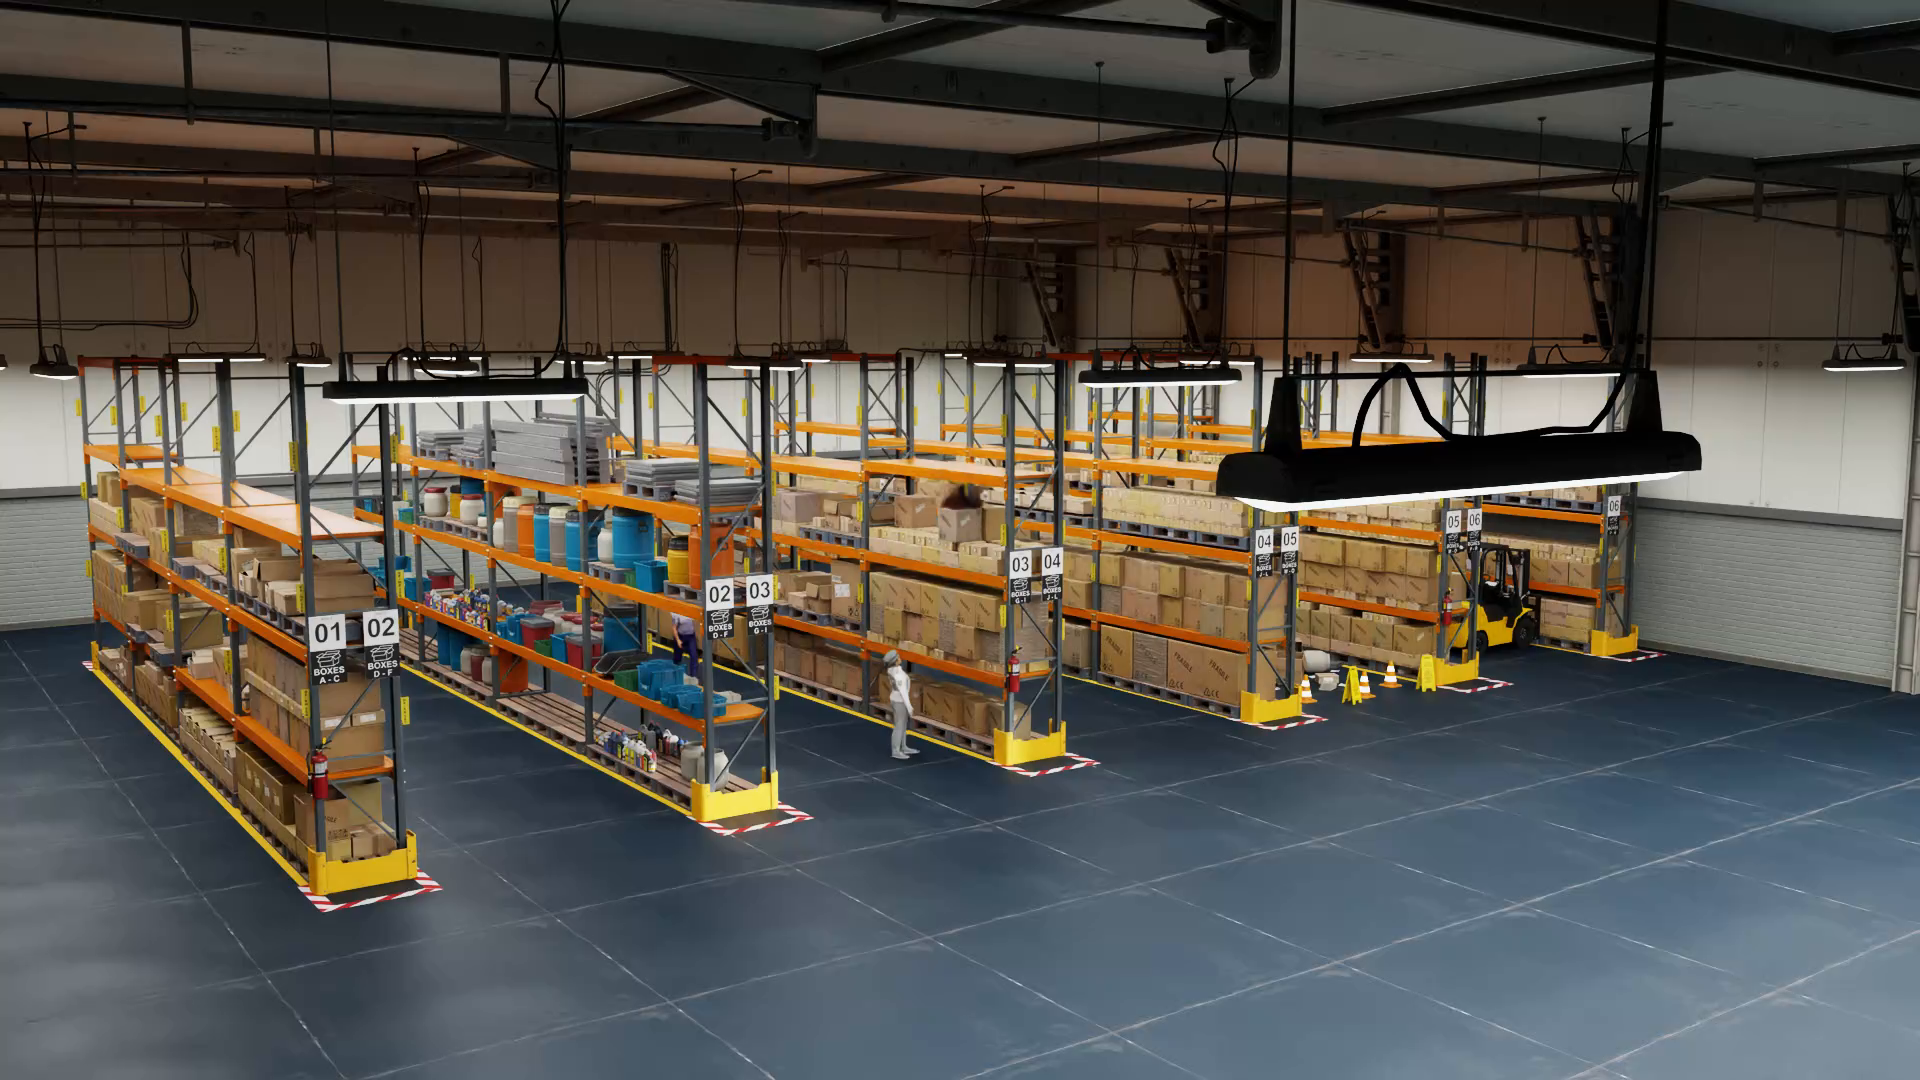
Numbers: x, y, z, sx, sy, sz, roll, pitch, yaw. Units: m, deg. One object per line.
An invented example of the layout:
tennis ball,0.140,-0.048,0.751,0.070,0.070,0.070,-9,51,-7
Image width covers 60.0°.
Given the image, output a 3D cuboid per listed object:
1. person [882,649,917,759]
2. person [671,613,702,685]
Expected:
person,-0.905,2.461,25.173,0.536,1.687,0.554,-1,7,-5
person,-5.072,1.845,30.552,0.501,1.590,0.929,-4,8,-31
